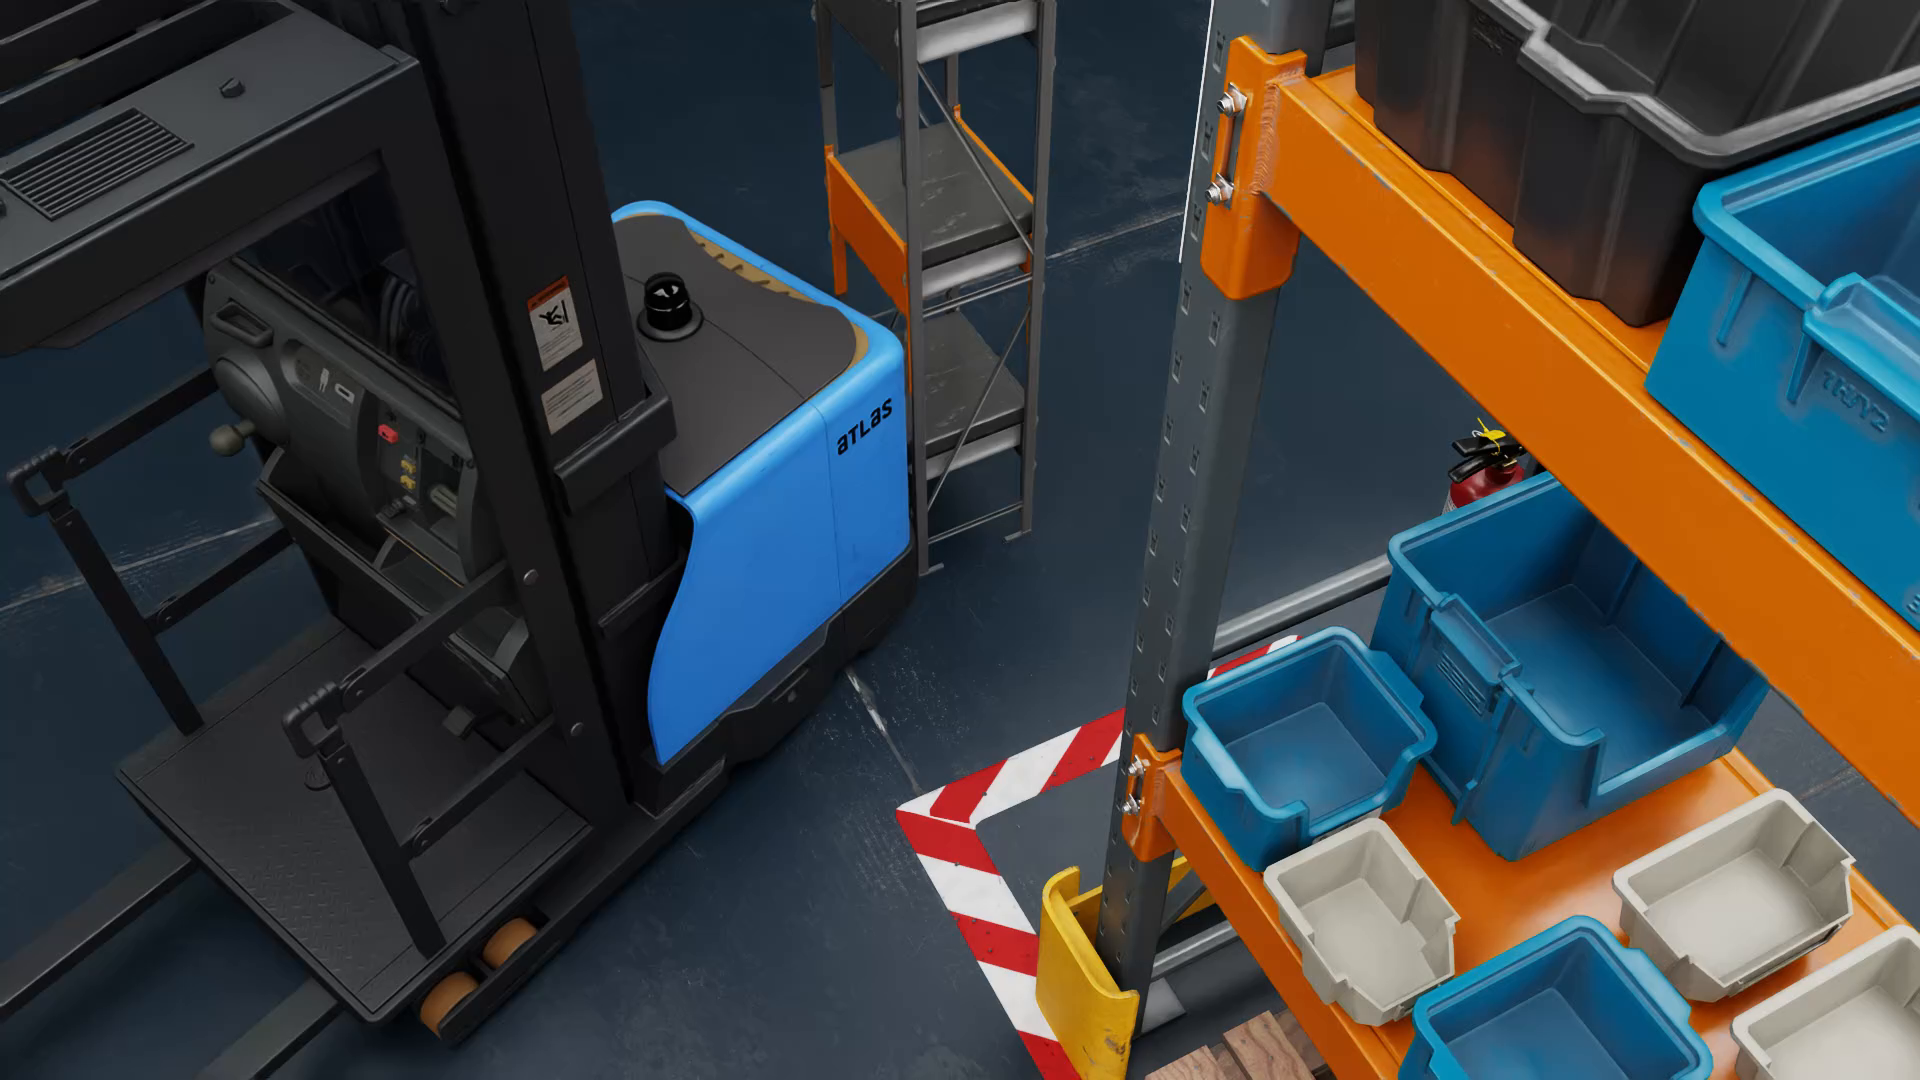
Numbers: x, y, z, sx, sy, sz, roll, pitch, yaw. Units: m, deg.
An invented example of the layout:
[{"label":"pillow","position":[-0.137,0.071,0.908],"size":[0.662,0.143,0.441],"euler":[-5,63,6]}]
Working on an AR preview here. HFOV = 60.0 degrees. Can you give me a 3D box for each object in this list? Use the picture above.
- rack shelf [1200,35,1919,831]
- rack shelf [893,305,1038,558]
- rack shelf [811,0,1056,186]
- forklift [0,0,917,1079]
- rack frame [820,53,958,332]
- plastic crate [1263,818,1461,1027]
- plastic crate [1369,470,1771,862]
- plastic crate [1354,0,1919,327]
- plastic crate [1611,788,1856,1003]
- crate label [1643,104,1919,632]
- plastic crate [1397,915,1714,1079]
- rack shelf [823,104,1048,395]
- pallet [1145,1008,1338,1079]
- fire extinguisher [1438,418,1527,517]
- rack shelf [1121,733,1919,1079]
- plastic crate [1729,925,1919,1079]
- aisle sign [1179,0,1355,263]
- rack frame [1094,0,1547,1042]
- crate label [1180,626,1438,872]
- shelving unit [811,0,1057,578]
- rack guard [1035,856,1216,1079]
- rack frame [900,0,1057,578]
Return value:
[{"label":"rack shelf","position":[1.705,0.661,1.164],"size":[1.077,0.370,4.000],"euler":[-21,52,-18]},{"label":"rack shelf","position":[-0.070,-0.340,5.100],"size":[0.431,0.518,0.480],"euler":[-22,52,-18]},{"label":"rack shelf","position":[-0.070,-1.261,4.046],"size":[0.431,0.518,0.480],"euler":[-22,52,-18]},{"label":"forklift","position":[-1.457,-0.155,3.439],"size":[1.130,2.935,3.031],"euler":[32,56,25]},{"label":"rack frame","position":[-0.185,-0.971,4.704],"size":[0.400,2.100,0.015],"euler":[-22,52,-18]},{"label":"plastic crate","position":[0.683,0.662,2.813],"size":[0.250,0.136,0.298],"euler":[-21,52,-18]},{"label":"plastic crate","position":[1.109,0.202,3.018],"size":[0.616,0.435,0.499],"euler":[-21,52,-18]},{"label":"plastic crate","position":[0.718,-0.518,1.804],"size":[0.497,0.269,0.590],"euler":[-21,52,-18]},{"label":"plastic crate","position":[1.324,0.624,2.847],"size":[0.396,0.136,0.243],"euler":[-21,52,-18]},{"label":"crate label","position":[0.925,-0.137,1.483],"size":[0.408,0.251,0.502],"euler":[-21,52,-18]},{"label":"plastic crate","position":[0.911,0.828,2.605],"size":[0.416,0.233,0.300],"euler":[-21,52,-18]},{"label":"rack shelf","position":[-0.070,-0.800,4.573],"size":[0.431,0.518,0.480],"euler":[-22,52,-18]},{"label":"pallet","position":[1.133,1.557,3.748],"size":[1.003,0.211,1.213],"euler":[-21,52,-18]},{"label":"fire extinguisher","position":[1.125,-0.036,3.588],"size":[0.296,0.674,0.183],"euler":[-21,52,-18]},{"label":"rack shelf","position":[1.705,1.649,2.293],"size":[1.077,0.370,4.000],"euler":[-21,52,-18]},{"label":"plastic crate","position":[1.444,0.823,2.673],"size":[0.396,0.136,0.243],"euler":[-21,52,-18]},{"label":"aisle sign","position":[0.493,-0.729,2.167],"size":[0.394,0.787,0.004],"euler":[-21,52,-18]},{"label":"rack frame","position":[0.790,0.073,3.193],"size":[1.000,3.000,0.127],"euler":[-21,52,-18]},{"label":"crate label","position":[0.610,0.387,2.990],"size":[0.416,0.233,0.303],"euler":[-21,52,-18]},{"label":"shelving unit","position":[-0.070,-0.809,4.563],"size":[0.431,2.100,0.503],"euler":[-22,52,-18]},{"label":"rack guard","position":[0.767,0.885,4.144],"size":[1.175,0.500,0.348],"euler":[-21,52,-18]},{"label":"rack frame","position":[0.046,-0.648,4.421],"size":[0.400,2.100,0.015],"euler":[-22,52,-18]}]
